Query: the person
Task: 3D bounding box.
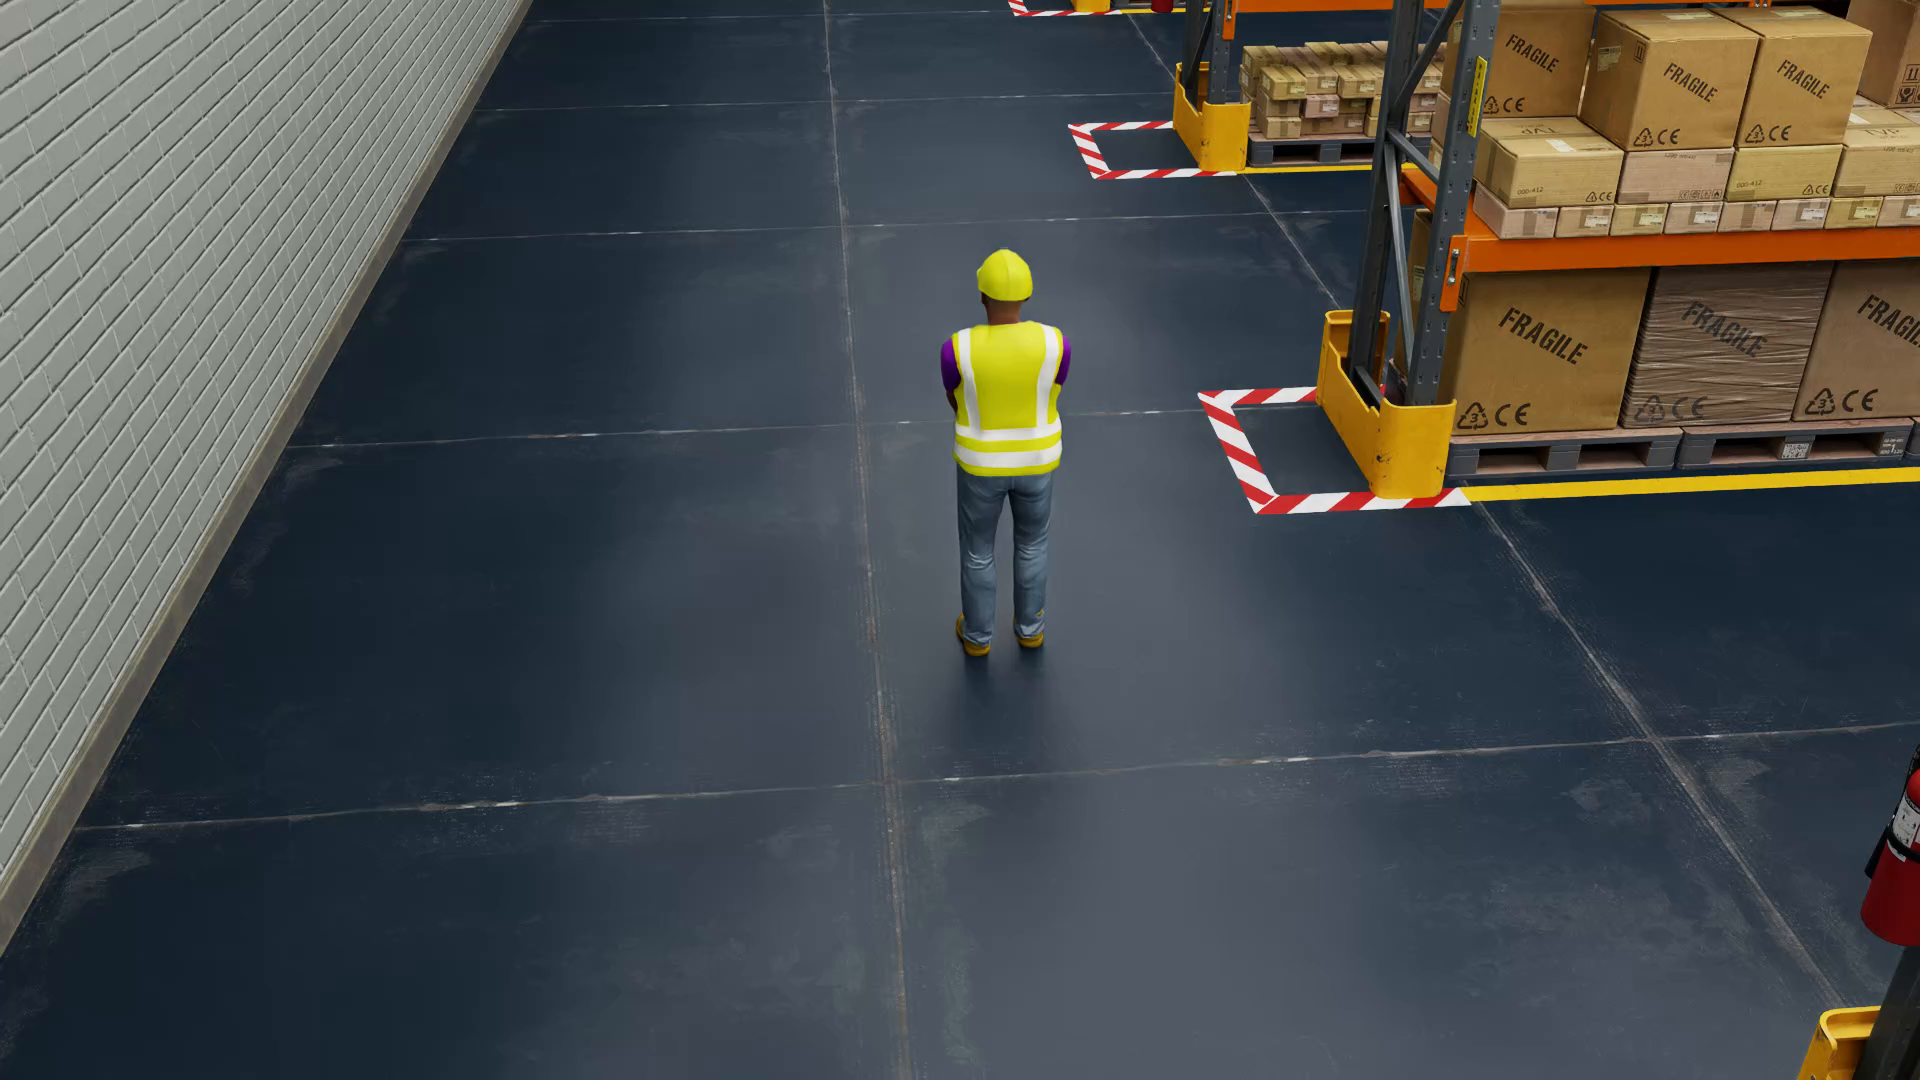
[{"bbox_3d":[0.165,-0.373,6.734,0.505,1.763,0.567,-3,31,-5],"label":"person"}]
